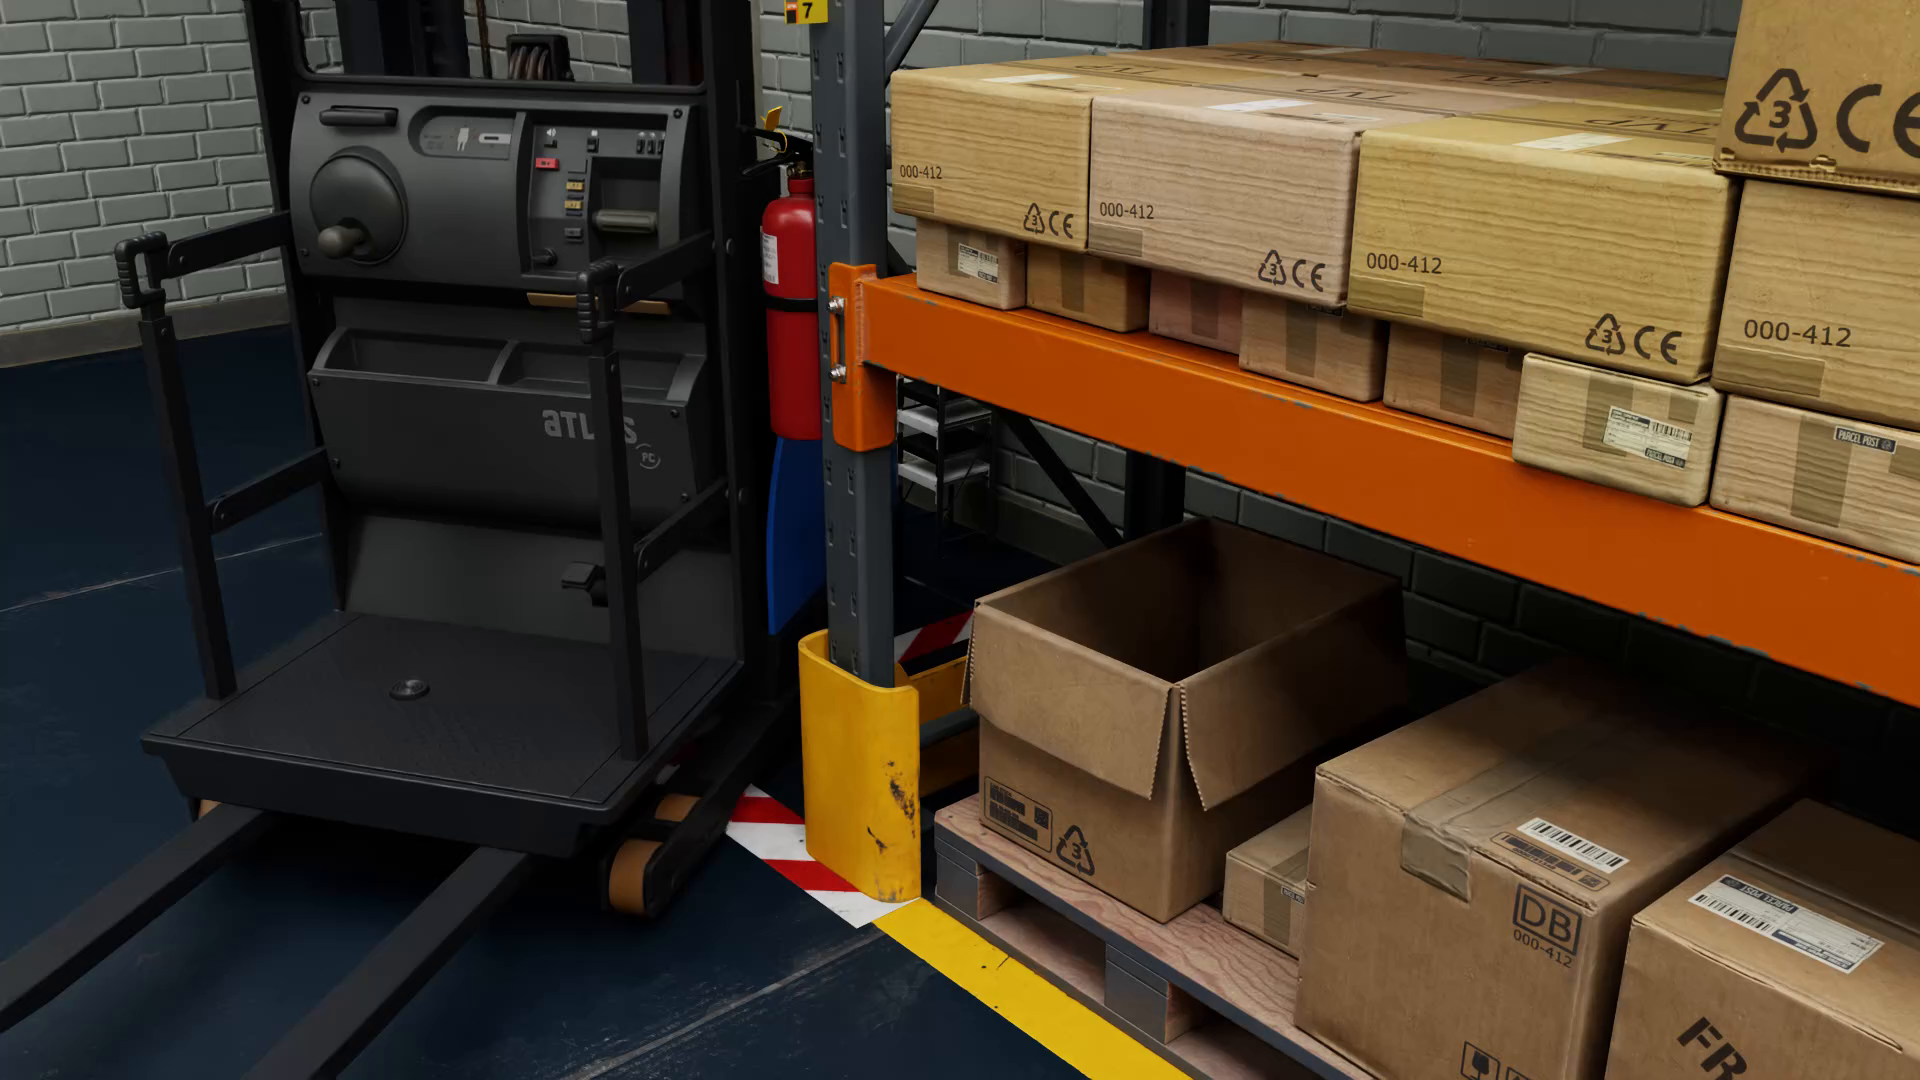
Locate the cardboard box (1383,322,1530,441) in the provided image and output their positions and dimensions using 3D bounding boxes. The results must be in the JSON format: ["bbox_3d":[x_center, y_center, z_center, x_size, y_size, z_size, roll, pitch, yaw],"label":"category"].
[{"bbox_3d":[0.835,-0.272,2.410,0.380,0.149,0.250,-17,27,-37],"label":"cardboard box"}]

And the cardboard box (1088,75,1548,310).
[{"bbox_3d":[0.554,-0.565,2.612,0.500,0.250,0.500,-17,27,-37],"label":"cardboard box"}]

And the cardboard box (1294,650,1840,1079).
[{"bbox_3d":[0.989,0.580,2.741,0.700,0.500,0.500,-16,27,-35],"label":"cardboard box"}]

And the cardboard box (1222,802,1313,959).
[{"bbox_3d":[0.708,0.625,3.109,0.380,0.149,0.250,-19,28,-39],"label":"cardboard box"}]

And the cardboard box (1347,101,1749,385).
[{"bbox_3d":[0.887,-0.426,2.256,0.500,0.250,0.500,-18,28,-38],"label":"cardboard box"}]

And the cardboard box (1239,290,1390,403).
[{"bbox_3d":[0.657,-0.344,2.594,0.380,0.149,0.250,-16,27,-36],"label":"cardboard box"}]

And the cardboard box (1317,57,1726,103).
[{"bbox_3d":[0.970,-0.687,2.923,0.500,0.250,0.500,-17,27,-37],"label":"cardboard box"}]

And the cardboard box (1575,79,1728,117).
[{"bbox_3d":[1.289,-0.549,2.571,0.500,0.250,0.500,-16,27,-36],"label":"cardboard box"}]

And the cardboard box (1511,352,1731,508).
[{"bbox_3d":[0.943,-0.184,2.186,0.380,0.149,0.250,-18,28,-39],"label":"cardboard box"}]

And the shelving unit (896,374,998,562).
[{"bbox_3d":[-0.040,-0.406,5.276,0.258,0.900,0.210,-17,29,-37],"label":"shelving unit"}]

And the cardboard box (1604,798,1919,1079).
[{"bbox_3d":[1.258,0.750,2.308,0.500,0.500,0.500,-17,27,-36],"label":"cardboard box"}]

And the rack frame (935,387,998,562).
[{"bbox_3d":[0.026,-0.374,5.205,0.240,0.900,0.006,-17,29,-37],"label":"rack frame"}]

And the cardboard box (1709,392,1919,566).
[{"bbox_3d":[1.130,-0.116,2.013,0.380,0.149,0.250,-17,27,-36],"label":"cardboard box"}]

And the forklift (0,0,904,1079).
[{"bbox_3d":[-1.064,-0.734,3.340,1.130,2.935,3.031,6,22,15],"label":"forklift"}]

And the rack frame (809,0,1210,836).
[{"bbox_3d":[0.133,-0.825,3.478,1.000,3.000,0.127,-17,27,-37],"label":"rack frame"}]

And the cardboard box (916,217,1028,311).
[{"bbox_3d":[0.139,-0.552,3.125,0.380,0.149,0.250,-18,27,-38],"label":"cardboard box"}]

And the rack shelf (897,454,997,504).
[{"bbox_3d":[-0.045,-0.209,5.359,0.258,0.077,0.200,-17,29,-37],"label":"rack shelf"}]

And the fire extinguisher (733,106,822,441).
[{"bbox_3d":[-0.313,-0.546,3.383,0.296,0.674,0.183,-17,27,-37],"label":"fire extinguisher"}]

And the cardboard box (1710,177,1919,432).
[{"bbox_3d":[1.237,-0.290,1.908,0.500,0.250,0.500,-18,28,-39],"label":"cardboard box"}]

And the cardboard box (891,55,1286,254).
[{"bbox_3d":[0.225,-0.704,2.967,0.500,0.250,0.500,-17,27,-37],"label":"cardboard box"}]

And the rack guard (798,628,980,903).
[{"bbox_3d":[0.182,0.360,3.880,1.175,0.500,0.348,-17,27,-37],"label":"rack guard"}]

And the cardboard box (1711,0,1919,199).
[{"bbox_3d":[1.204,-0.639,1.772,0.500,0.500,0.500,-17,27,-36],"label":"cardboard box"}]

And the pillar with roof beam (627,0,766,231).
[{"bbox_3d":[-4.206,-3.553,2.217,9.100,9.000,0.400,-17,27,-37],"label":"pillar with roof beam"}]

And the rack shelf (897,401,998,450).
[{"bbox_3d":[-0.041,-0.375,5.289,0.258,0.077,0.200,-17,29,-37],"label":"rack shelf"}]

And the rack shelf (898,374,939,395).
[{"bbox_3d":[-0.036,-0.541,5.218,0.258,0.077,0.200,-17,29,-37],"label":"rack shelf"}]

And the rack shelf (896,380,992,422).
[{"bbox_3d":[-0.038,-0.458,5.254,0.258,0.077,0.200,-17,29,-37],"label":"rack shelf"}]

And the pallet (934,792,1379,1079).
[{"bbox_3d":[0.703,0.714,3.371,1.003,0.211,1.213,-17,27,-37],"label":"pallet"}]

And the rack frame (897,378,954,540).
[{"bbox_3d":[-0.106,-0.437,5.346,0.240,0.900,0.006,-17,29,-37],"label":"rack frame"}]

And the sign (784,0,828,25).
[{"bbox_3d":[-0.278,-1.099,2.990,0.100,0.325,0.005,-17,27,-37],"label":"sign"}]

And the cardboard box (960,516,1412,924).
[{"bbox_3d":[0.460,0.333,3.367,0.797,0.503,0.637,-19,28,-39],"label":"cardboard box"}]

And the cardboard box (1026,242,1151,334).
[{"bbox_3d":[0.341,-0.493,2.974,0.380,0.149,0.250,-17,27,-36],"label":"cardboard box"}]

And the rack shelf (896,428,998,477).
[{"bbox_3d":[-0.043,-0.292,5.324,0.258,0.077,0.200,-17,29,-37],"label":"rack shelf"}]

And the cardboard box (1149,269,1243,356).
[{"bbox_3d":[0.538,-0.428,2.809,0.380,0.149,0.250,-18,28,-38],"label":"cardboard box"}]

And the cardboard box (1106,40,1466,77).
[{"bbox_3d":[0.634,-0.830,3.288,0.500,0.250,0.500,-16,27,-36],"label":"cardboard box"}]

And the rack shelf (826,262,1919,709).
[{"bbox_3d":[1.438,0.062,2.198,1.077,0.370,4.000,-17,27,-37],"label":"rack shelf"}]
